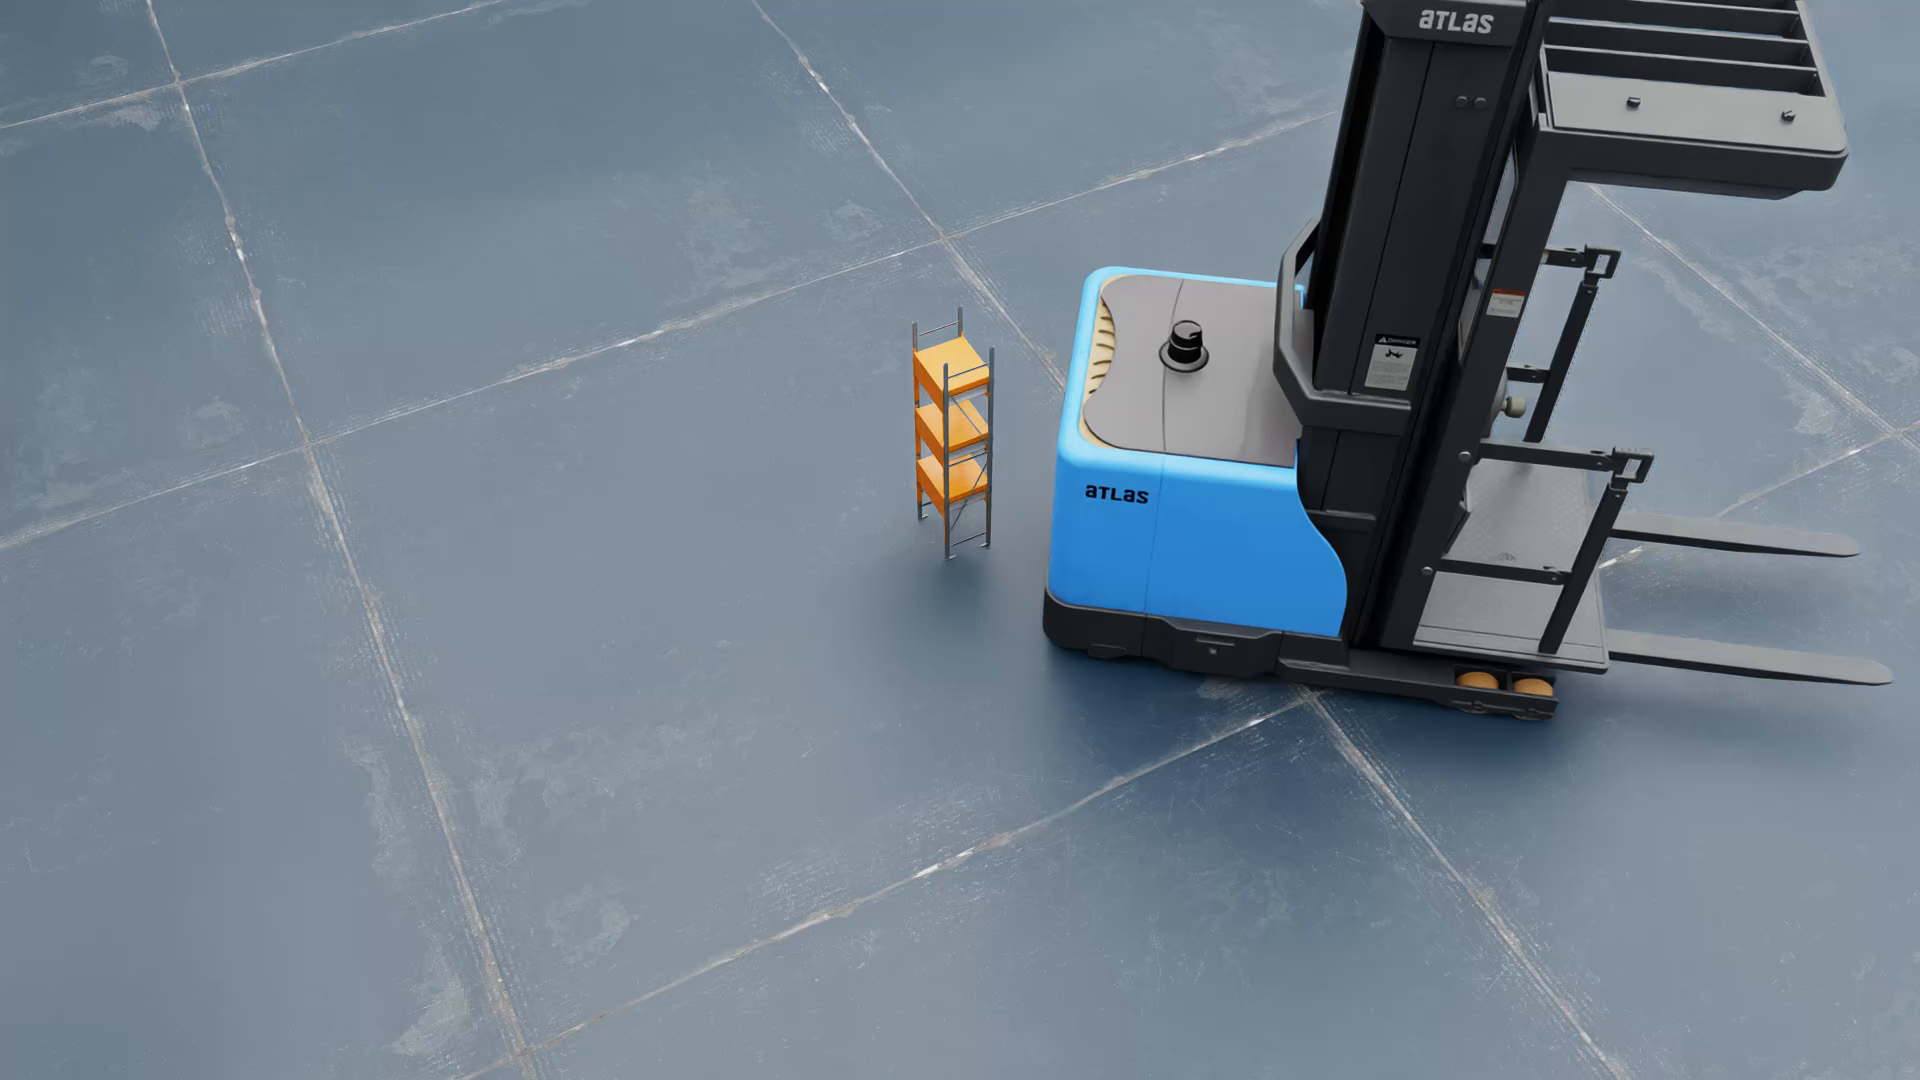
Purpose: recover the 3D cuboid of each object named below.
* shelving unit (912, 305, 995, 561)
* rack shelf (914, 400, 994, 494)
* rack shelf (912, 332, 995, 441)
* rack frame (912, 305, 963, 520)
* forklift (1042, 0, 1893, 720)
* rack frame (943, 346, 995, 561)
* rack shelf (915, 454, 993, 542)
[{"bbox_3d":[-0.024,-0.381,6.279,0.215,1.050,0.252,-21,52,-18],"label":"shelving unit"},{"bbox_3d":[-0.024,-0.374,6.287,0.215,0.259,0.240,-21,52,-18],"label":"rack shelf"},{"bbox_3d":[-0.024,-0.561,6.073,0.215,0.259,0.240,-21,52,-18],"label":"rack shelf"},{"bbox_3d":[-0.080,-0.463,6.350,0.200,1.050,0.008,-21,52,-18],"label":"rack frame"},{"bbox_3d":[1.874,-0.740,5.343,3.031,2.935,1.130,7,49,6],"label":"forklift"},{"bbox_3d":[0.031,-0.300,6.207,0.200,1.050,0.008,-21,52,-18],"label":"rack frame"},{"bbox_3d":[-0.024,-0.192,6.496,0.215,0.259,0.240,-21,52,-18],"label":"rack shelf"}]
